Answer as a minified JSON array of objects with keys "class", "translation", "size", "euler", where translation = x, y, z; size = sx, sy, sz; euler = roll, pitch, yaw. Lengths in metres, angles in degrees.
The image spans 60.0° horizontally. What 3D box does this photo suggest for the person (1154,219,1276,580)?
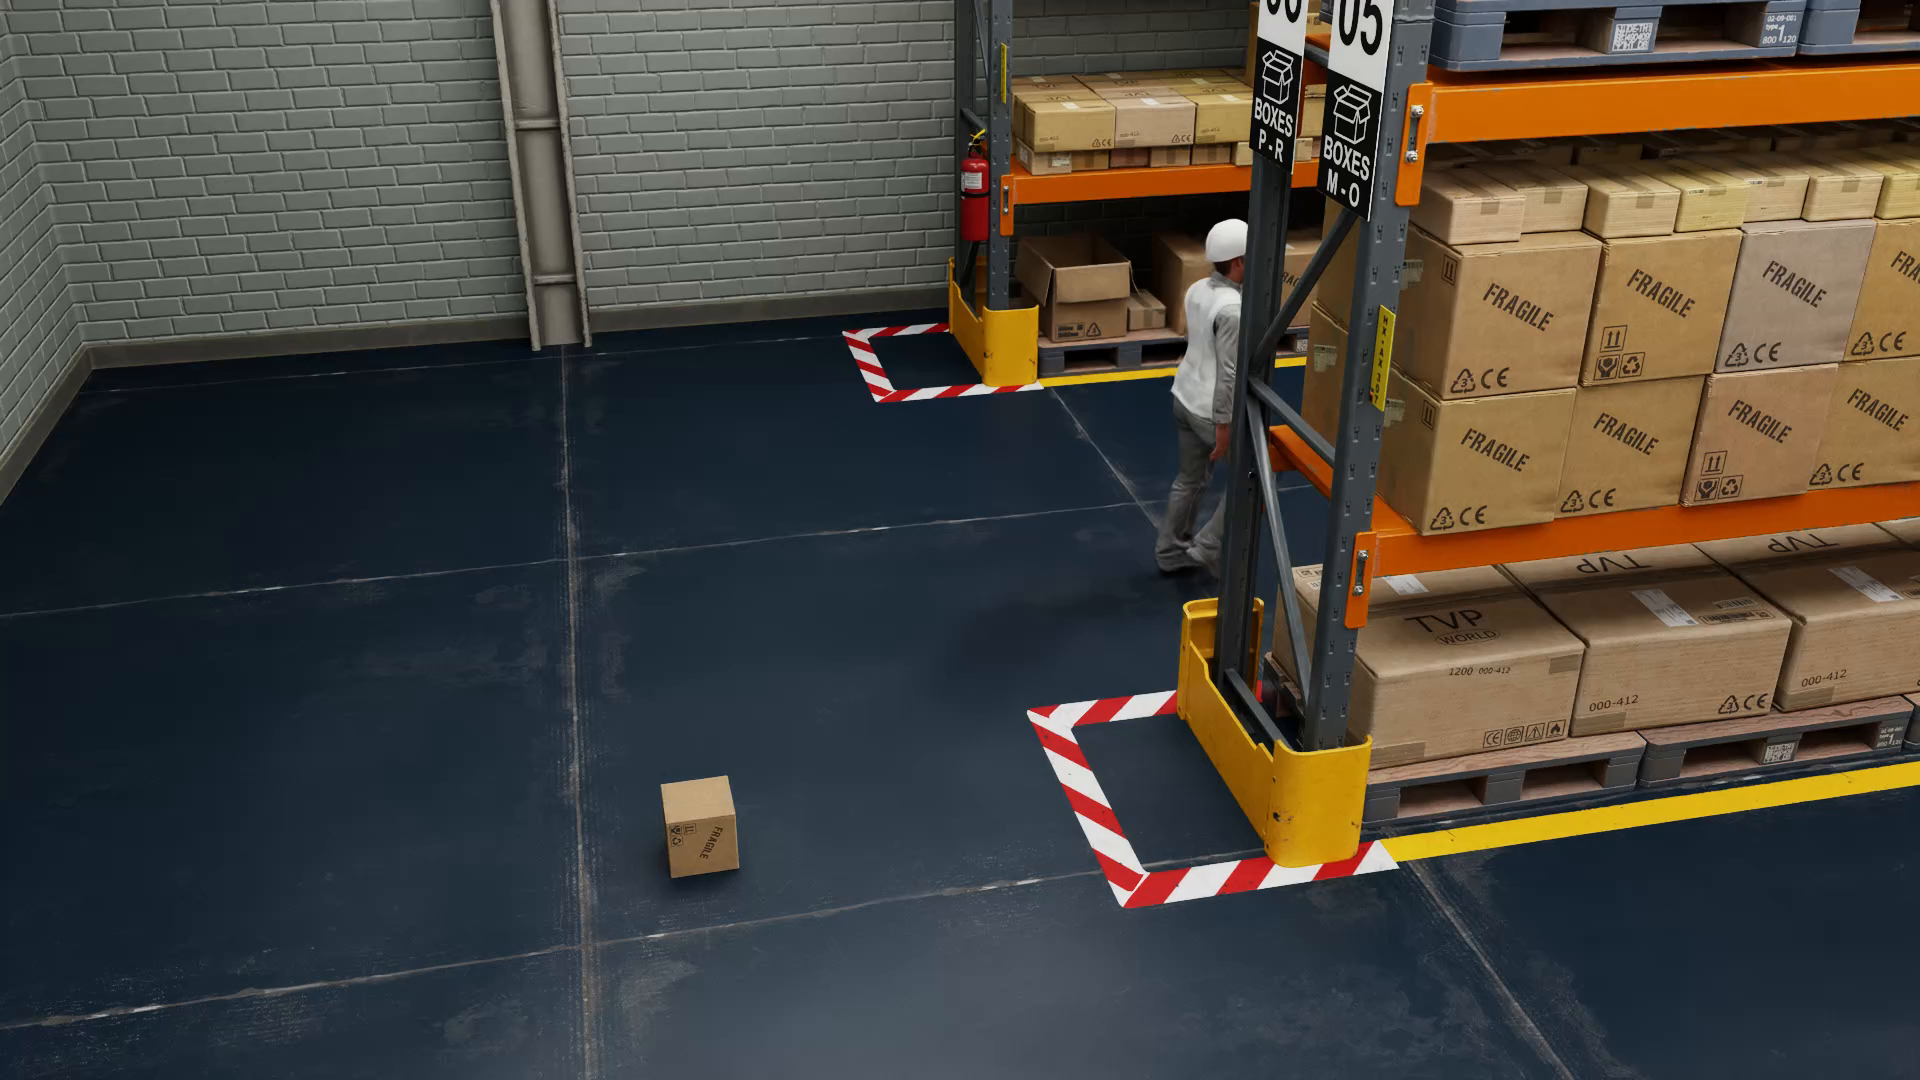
[{"class":"person","translation":[1.224,-0.617,7.802],"size":[0.504,1.797,0.589],"euler":[-8,28,-16]}]
